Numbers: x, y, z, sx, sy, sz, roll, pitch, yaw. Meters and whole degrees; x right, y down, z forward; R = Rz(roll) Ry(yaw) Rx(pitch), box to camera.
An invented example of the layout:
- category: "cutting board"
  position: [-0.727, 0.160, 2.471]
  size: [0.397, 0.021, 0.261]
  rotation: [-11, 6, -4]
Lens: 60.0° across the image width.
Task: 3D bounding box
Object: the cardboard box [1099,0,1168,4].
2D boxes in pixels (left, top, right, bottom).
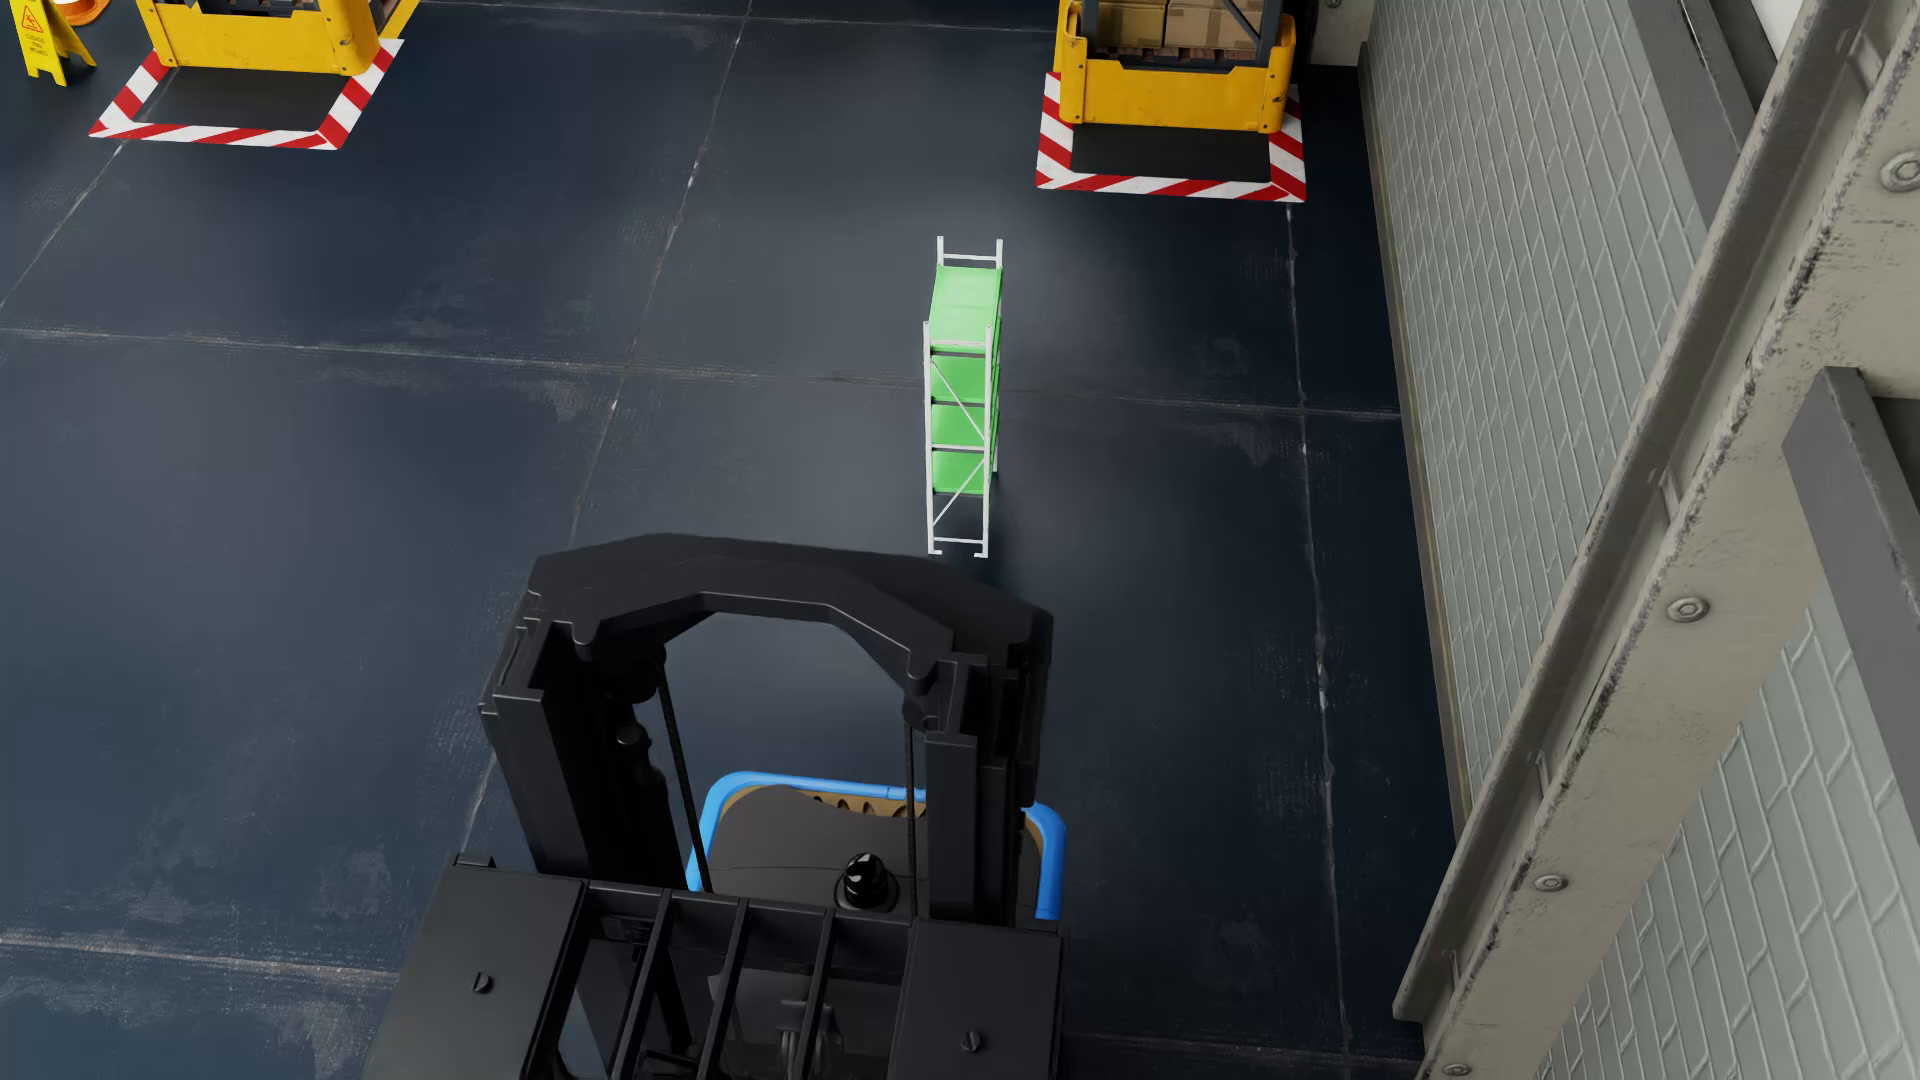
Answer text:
- category: "cardboard box"
  position: [0.853, -3.078, 8.773]
  size: [0.500, 0.250, 0.500]
  rotation: [3, 48, 3]

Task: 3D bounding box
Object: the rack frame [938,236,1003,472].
- category: "rack frame"
  position: [0.037, -0.706, 6.583]
  size: [0.240, 1.200, 0.015]
  rotation: [4, 48, 4]

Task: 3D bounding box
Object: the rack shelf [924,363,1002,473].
- category: "rack shelf"
  position: [0.015, -0.483, 6.466]
  size: [0.258, 0.148, 0.480]
  rotation: [4, 48, 4]

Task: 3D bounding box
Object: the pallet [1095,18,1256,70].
- category: "pallet"
  position: [1.148, -2.941, 9.297]
  size: [1.003, 0.211, 1.213]
  rotation: [4, 48, 4]

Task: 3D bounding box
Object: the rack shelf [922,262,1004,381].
- category: "rack shelf"
  position: [0.015, -0.807, 6.111]
  size: [0.258, 0.148, 0.480]
  rotation: [4, 48, 4]

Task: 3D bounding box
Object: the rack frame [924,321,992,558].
- category: "rack frame"
  position: [-0.007, -0.347, 6.255]
  size: [0.240, 1.200, 0.015]
  rotation: [4, 48, 4]

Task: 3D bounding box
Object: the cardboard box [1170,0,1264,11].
- category: "cardboard box"
  position: [1.370, -3.031, 8.730]
  size: [0.500, 0.250, 0.500]
  rotation: [5, 48, 4]

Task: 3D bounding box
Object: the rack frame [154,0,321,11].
- category: "rack frame"
  position: [-3.823, -3.648, 8.054]
  size: [1.000, 3.000, 0.127]
  rotation: [4, 48, 4]

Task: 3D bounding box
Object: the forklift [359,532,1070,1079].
- category: "forklift"
  position: [-0.390, 1.507, 3.385]
  size: [1.130, 2.935, 3.031]
  rotation: [5, 48, 5]

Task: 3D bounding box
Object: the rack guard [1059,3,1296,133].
- category: "rack guard"
  position: [1.118, -2.456, 8.657]
  size: [1.175, 0.500, 0.348]
  rotation: [4, 48, 4]

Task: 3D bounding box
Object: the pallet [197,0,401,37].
- category: "pallet"
  position: [-3.707, -3.358, 9.678]
  size: [1.003, 0.211, 1.213]
  rotation: [4, 48, 4]

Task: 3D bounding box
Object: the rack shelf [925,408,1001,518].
- category: "rack shelf"
  position: [0.015, -0.321, 6.643]
  size: [0.258, 0.148, 0.480]
  rotation: [4, 48, 4]

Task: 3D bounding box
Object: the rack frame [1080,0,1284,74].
- category: "rack frame"
  position: [1.120, -3.317, 7.751]
  size: [1.000, 3.000, 0.127]
  rotation: [4, 48, 4]

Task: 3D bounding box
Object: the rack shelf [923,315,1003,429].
- category: "rack shelf"
  position: [0.015, -0.645, 6.289]
  size: [0.258, 0.148, 0.480]
  rotation: [4, 48, 4]

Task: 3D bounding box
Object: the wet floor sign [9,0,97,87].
- category: "wet floor sign"
  position: [-4.906, -2.786, 8.861]
  size: [0.267, 0.644, 0.232]
  rotation: [19, 50, 17]

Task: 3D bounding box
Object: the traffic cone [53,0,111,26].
- category: "traffic cone"
  position: [-5.069, -3.195, 9.358]
  size: [0.336, 0.463, 0.334]
  rotation: [4, 48, 4]

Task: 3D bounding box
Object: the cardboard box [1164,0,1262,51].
- category: "cardboard box"
  position: [1.359, -2.879, 8.929]
  size: [0.500, 0.250, 0.500]
  rotation: [4, 48, 4]

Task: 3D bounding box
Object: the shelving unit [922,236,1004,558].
- category: "shelving unit"
  position: [0.015, -0.527, 6.419]
  size: [0.258, 1.200, 0.503]
  rotation: [4, 48, 4]

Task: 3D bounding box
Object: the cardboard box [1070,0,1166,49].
- category: "cardboard box"
  position: [0.848, -2.897, 8.946]
  size: [0.500, 0.250, 0.500]
  rotation: [4, 48, 4]

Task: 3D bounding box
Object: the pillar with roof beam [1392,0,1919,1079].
- category: "pillar with roof beam"
  position: [-2.753, -1.673, 2.182]
  size: [9.100, 9.000, 0.400]
  rotation: [4, 48, 4]

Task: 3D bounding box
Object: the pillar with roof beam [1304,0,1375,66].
- category: "pillar with roof beam"
  position: [-2.206, -6.082, 6.215]
  size: [9.100, 9.000, 0.400]
  rotation: [4, 48, 4]

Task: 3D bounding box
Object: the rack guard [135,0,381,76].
- category: "rack guard"
  position: [-3.817, -2.860, 9.027]
  size: [1.175, 0.500, 0.348]
  rotation: [4, 48, 4]
